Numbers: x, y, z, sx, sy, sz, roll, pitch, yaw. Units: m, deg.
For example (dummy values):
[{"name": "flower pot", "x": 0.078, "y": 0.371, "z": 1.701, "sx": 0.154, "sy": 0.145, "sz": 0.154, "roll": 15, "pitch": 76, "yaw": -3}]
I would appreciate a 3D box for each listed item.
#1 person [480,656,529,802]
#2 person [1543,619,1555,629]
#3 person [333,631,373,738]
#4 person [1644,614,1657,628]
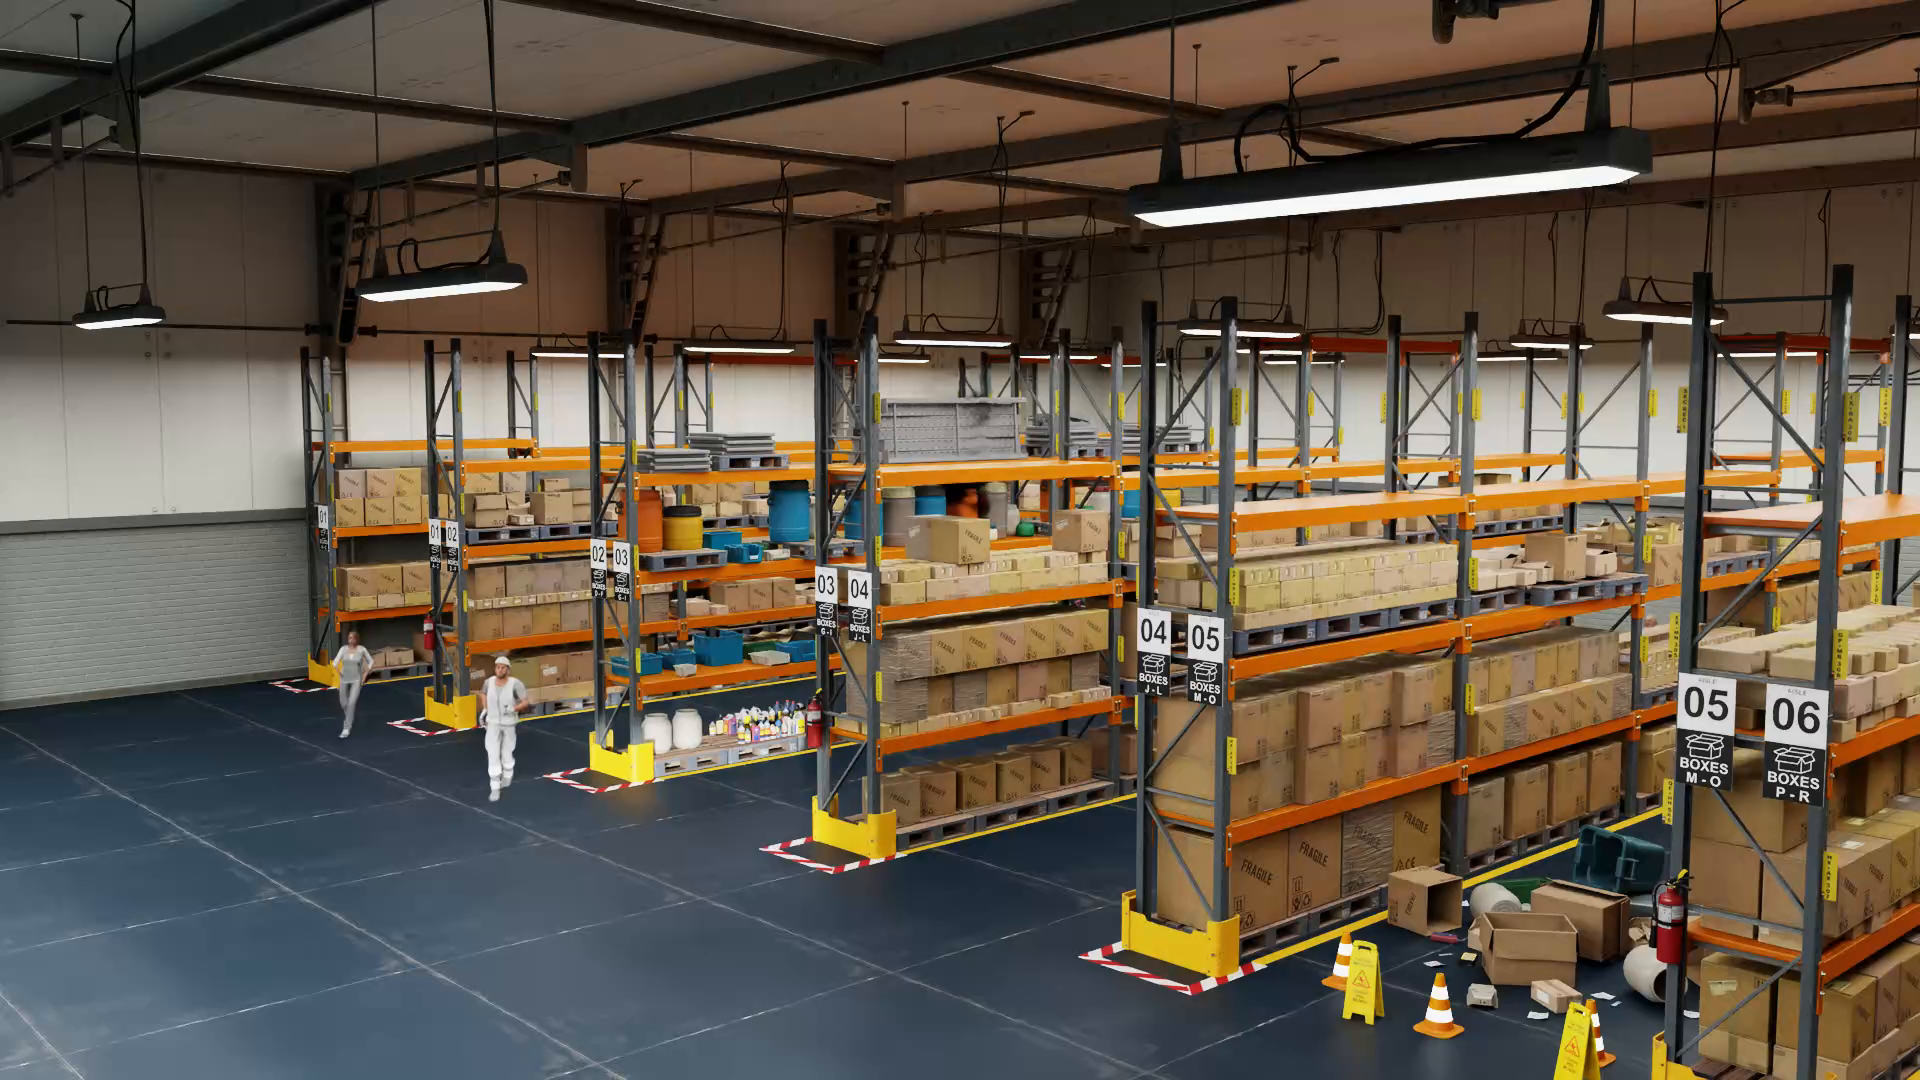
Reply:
[{"name": "person", "x": -5.865, "y": 2.384, "z": 21.381, "sx": 0.642, "sy": 1.793, "sz": 0.899, "roll": 0, "pitch": 5, "yaw": -6}, {"name": "person", "x": 9.294, "y": 2.049, "z": 26.312, "sx": 0.544, "sy": 1.706, "sz": 0.719, "roll": 5, "pitch": 7, "yaw": 43}, {"name": "person", "x": -9.207, "y": 2.162, "z": 25.215, "sx": 0.571, "sy": 1.583, "sz": 0.765, "roll": -1, "pitch": 5, "yaw": -7}, {"name": "person", "x": 10.615, "y": 2.039, "z": 25.624, "sx": 0.770, "sy": 1.794, "sz": 0.681, "roll": -4, "pitch": 6, "yaw": -37}]
